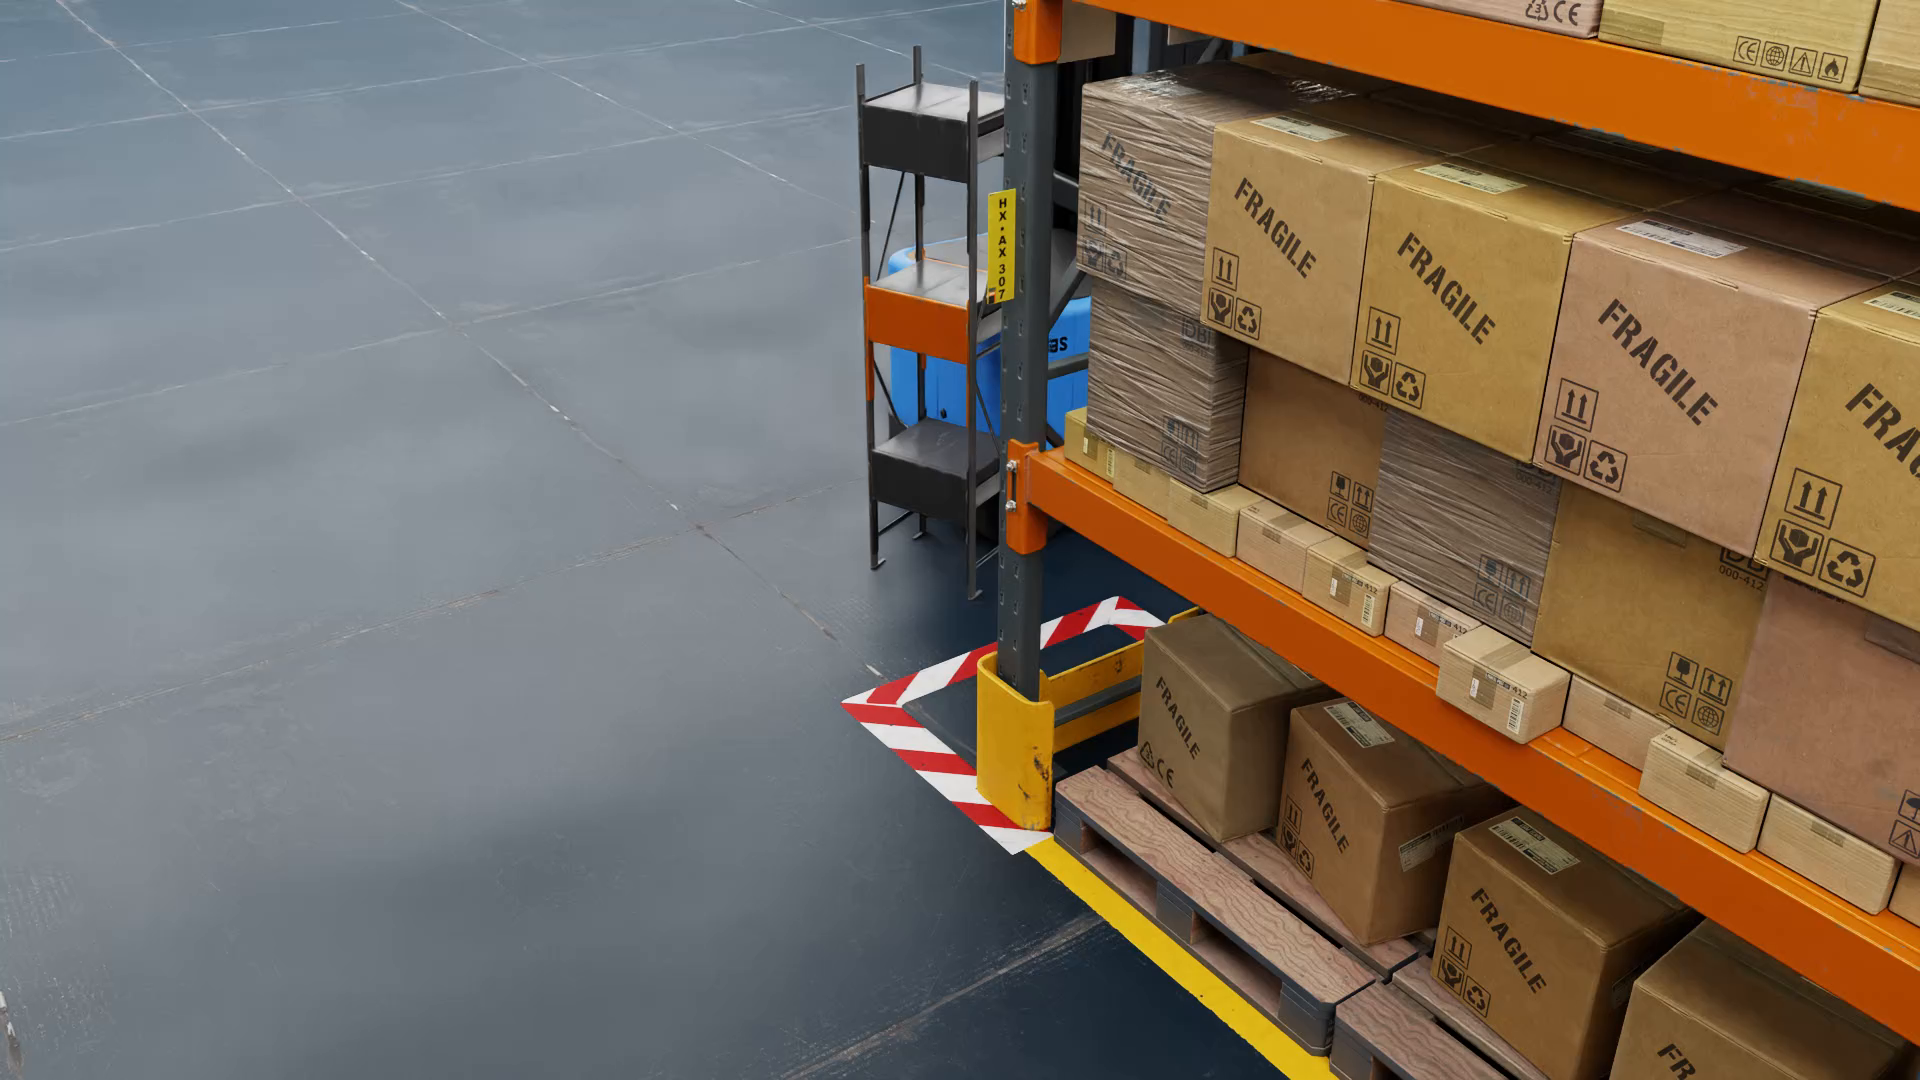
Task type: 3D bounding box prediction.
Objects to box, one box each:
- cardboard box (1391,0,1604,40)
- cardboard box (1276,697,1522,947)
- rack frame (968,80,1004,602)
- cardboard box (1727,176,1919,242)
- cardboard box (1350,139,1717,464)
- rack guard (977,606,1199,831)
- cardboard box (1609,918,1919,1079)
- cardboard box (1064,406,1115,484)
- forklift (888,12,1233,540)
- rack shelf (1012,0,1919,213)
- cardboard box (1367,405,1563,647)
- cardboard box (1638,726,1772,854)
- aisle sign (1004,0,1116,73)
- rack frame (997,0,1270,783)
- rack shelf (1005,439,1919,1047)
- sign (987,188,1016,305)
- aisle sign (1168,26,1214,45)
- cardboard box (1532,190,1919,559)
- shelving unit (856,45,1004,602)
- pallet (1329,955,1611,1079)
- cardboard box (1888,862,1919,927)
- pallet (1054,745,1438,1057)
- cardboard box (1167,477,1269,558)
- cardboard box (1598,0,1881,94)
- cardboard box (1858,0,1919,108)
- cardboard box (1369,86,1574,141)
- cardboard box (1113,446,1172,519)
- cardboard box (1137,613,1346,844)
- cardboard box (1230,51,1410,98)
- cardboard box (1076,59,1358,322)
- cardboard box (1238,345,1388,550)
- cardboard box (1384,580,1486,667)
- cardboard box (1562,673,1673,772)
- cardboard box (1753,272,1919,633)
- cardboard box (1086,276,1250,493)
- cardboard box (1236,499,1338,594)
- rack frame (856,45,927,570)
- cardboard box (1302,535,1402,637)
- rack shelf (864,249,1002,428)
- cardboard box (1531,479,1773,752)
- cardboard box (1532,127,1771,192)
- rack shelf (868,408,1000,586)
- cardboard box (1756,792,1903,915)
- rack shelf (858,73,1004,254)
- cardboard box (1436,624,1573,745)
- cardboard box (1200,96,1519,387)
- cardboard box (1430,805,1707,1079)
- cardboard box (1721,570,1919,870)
[{"bbox_3d":[1.220,-1.205,3.340,0.500,0.250,0.500,-19,34,-31],"label":"cardboard box"},{"bbox_3d":[1.286,0.780,4.850,0.500,0.500,0.500,-10,30,-18],"label":"cardboard box"},{"bbox_3d":[0.147,-0.750,6.431,0.015,2.100,0.400,17,33,29],"label":"rack frame"},{"bbox_3d":[1.949,-0.488,3.542,0.500,0.500,0.500,-19,34,-31],"label":"cardboard box"},{"bbox_3d":[1.235,-0.538,3.634,0.500,0.500,0.500,-19,34,-31],"label":"cardboard box"},{"bbox_3d":[0.607,0.524,5.761,1.175,0.500,0.348,-19,34,-31],"label":"rack guard"},{"bbox_3d":[1.921,1.258,3.969,0.500,0.500,0.500,-22,36,-35],"label":"cardboard box"},{"bbox_3d":[0.534,-0.317,4.954,0.380,0.149,0.250,-19,34,-31],"label":"cardboard box"},{"bbox_3d":[1.200,-1.783,7.461,3.031,2.935,1.130,-16,32,-26],"label":"forklift"},{"bbox_3d":[1.723,-0.829,3.243,1.077,0.370,4.000,-19,34,-31],"label":"rack shelf"},{"bbox_3d":[1.502,-0.190,4.040,0.875,0.500,0.500,-19,34,-31],"label":"cardboard box"},{"bbox_3d":[1.661,0.472,3.501,0.380,0.149,0.250,-19,34,-31],"label":"cardboard box"},{"bbox_3d":[0.283,-1.687,4.490,0.394,0.787,0.004,-19,34,-31],"label":"aisle sign"},{"bbox_3d":[0.563,-0.604,5.219,1.000,3.000,0.127,-19,34,-31],"label":"rack frame"},{"bbox_3d":[1.723,0.490,3.959,1.077,0.370,4.000,-19,34,-31],"label":"rack shelf"},{"bbox_3d":[0.121,-0.834,4.736,0.100,0.325,0.005,-19,34,-31],"label":"sign"},{"bbox_3d":[0.771,-1.854,4.796,0.394,0.787,0.004,-19,34,-31],"label":"aisle sign"},{"bbox_3d":[1.530,-0.346,3.280,0.500,0.500,0.500,-19,34,-31],"label":"cardboard box"},{"bbox_3d":[-0.057,-0.814,6.548,0.503,2.100,0.431,17,33,29],"label":"shelving unit"},{"bbox_3d":[1.753,1.450,4.358,1.003,0.211,1.213,-19,34,-31],"label":"pallet"},{"bbox_3d":[2.012,0.646,3.182,0.380,0.149,0.250,-19,34,-31],"label":"cardboard box"},{"bbox_3d":[1.049,0.977,5.231,1.003,0.211,1.213,-19,34,-31],"label":"pallet"},{"bbox_3d":[0.796,-0.113,4.578,0.380,0.149,0.250,-19,34,-31],"label":"cardboard box"},{"bbox_3d":[1.526,-1.004,2.970,0.500,0.250,0.500,-18,33,-29],"label":"cardboard box"},{"bbox_3d":[1.812,-0.809,2.610,0.500,0.250,0.500,-19,34,-31],"label":"cardboard box"},{"bbox_3d":[1.378,-0.880,4.263,0.500,0.500,0.500,-19,34,-31],"label":"cardboard box"},{"bbox_3d":[0.663,-0.214,4.765,0.380,0.149,0.250,-19,34,-31],"label":"cardboard box"},{"bbox_3d":[0.911,0.557,5.260,0.500,0.500,0.500,-12,31,-22],"label":"cardboard box"},{"bbox_3d":[1.083,-1.073,4.618,0.500,0.500,0.500,-19,34,-31],"label":"cardboard box"},{"bbox_3d":[0.660,-0.929,4.353,0.500,0.500,0.500,-19,34,-31],"label":"cardboard box"},{"bbox_3d":[1.247,-0.396,4.420,0.875,0.500,0.500,-19,34,-31],"label":"cardboard box"},{"bbox_3d":[1.265,0.167,4.062,0.380,0.149,0.250,-19,34,-31],"label":"cardboard box"},{"bbox_3d":[1.578,0.354,3.719,0.380,0.149,0.250,-19,34,-31],"label":"cardboard box"},{"bbox_3d":[1.818,-0.150,2.920,0.500,0.500,0.500,-19,34,-31],"label":"cardboard box"},{"bbox_3d":[0.860,-0.557,4.717,0.875,0.500,0.500,-19,34,-31],"label":"cardboard box"},{"bbox_3d":[0.958,-0.022,4.410,0.380,0.149,0.250,-19,34,-31],"label":"cardboard box"},{"bbox_3d":[-0.262,-0.877,6.665,0.015,2.100,0.400,17,33,29],"label":"rack frame"},{"bbox_3d":[1.097,0.078,4.227,0.380,0.149,0.250,-19,34,-31],"label":"cardboard box"},{"bbox_3d":[-0.057,-0.802,6.555,0.480,0.518,0.431,17,33,29],"label":"rack shelf"},{"bbox_3d":[1.783,0.008,3.676,0.875,0.500,0.500,-19,34,-31],"label":"cardboard box"},{"bbox_3d":[1.666,-0.685,3.904,0.500,0.500,0.500,-19,34,-31],"label":"cardboard box"},{"bbox_3d":[-0.057,-0.187,6.889,0.480,0.518,0.431,17,33,29],"label":"rack shelf"},{"bbox_3d":[1.834,0.560,3.340,0.380,0.149,0.250,-19,34,-31],"label":"cardboard box"},{"bbox_3d":[-0.057,-1.417,6.221,0.480,0.518,0.431,17,33,29],"label":"rack shelf"},{"bbox_3d":[1.325,0.293,3.830,0.380,0.149,0.250,-19,34,-31],"label":"cardboard box"},{"bbox_3d":[0.944,-0.732,3.992,0.500,0.500,0.500,-19,34,-31],"label":"cardboard box"},{"bbox_3d":[1.634,1.029,4.392,0.500,0.500,0.500,-15,32,-26],"label":"cardboard box"},{"bbox_3d":[2.039,0.214,3.297,0.875,0.500,0.500,-19,34,-31],"label":"cardboard box"}]
